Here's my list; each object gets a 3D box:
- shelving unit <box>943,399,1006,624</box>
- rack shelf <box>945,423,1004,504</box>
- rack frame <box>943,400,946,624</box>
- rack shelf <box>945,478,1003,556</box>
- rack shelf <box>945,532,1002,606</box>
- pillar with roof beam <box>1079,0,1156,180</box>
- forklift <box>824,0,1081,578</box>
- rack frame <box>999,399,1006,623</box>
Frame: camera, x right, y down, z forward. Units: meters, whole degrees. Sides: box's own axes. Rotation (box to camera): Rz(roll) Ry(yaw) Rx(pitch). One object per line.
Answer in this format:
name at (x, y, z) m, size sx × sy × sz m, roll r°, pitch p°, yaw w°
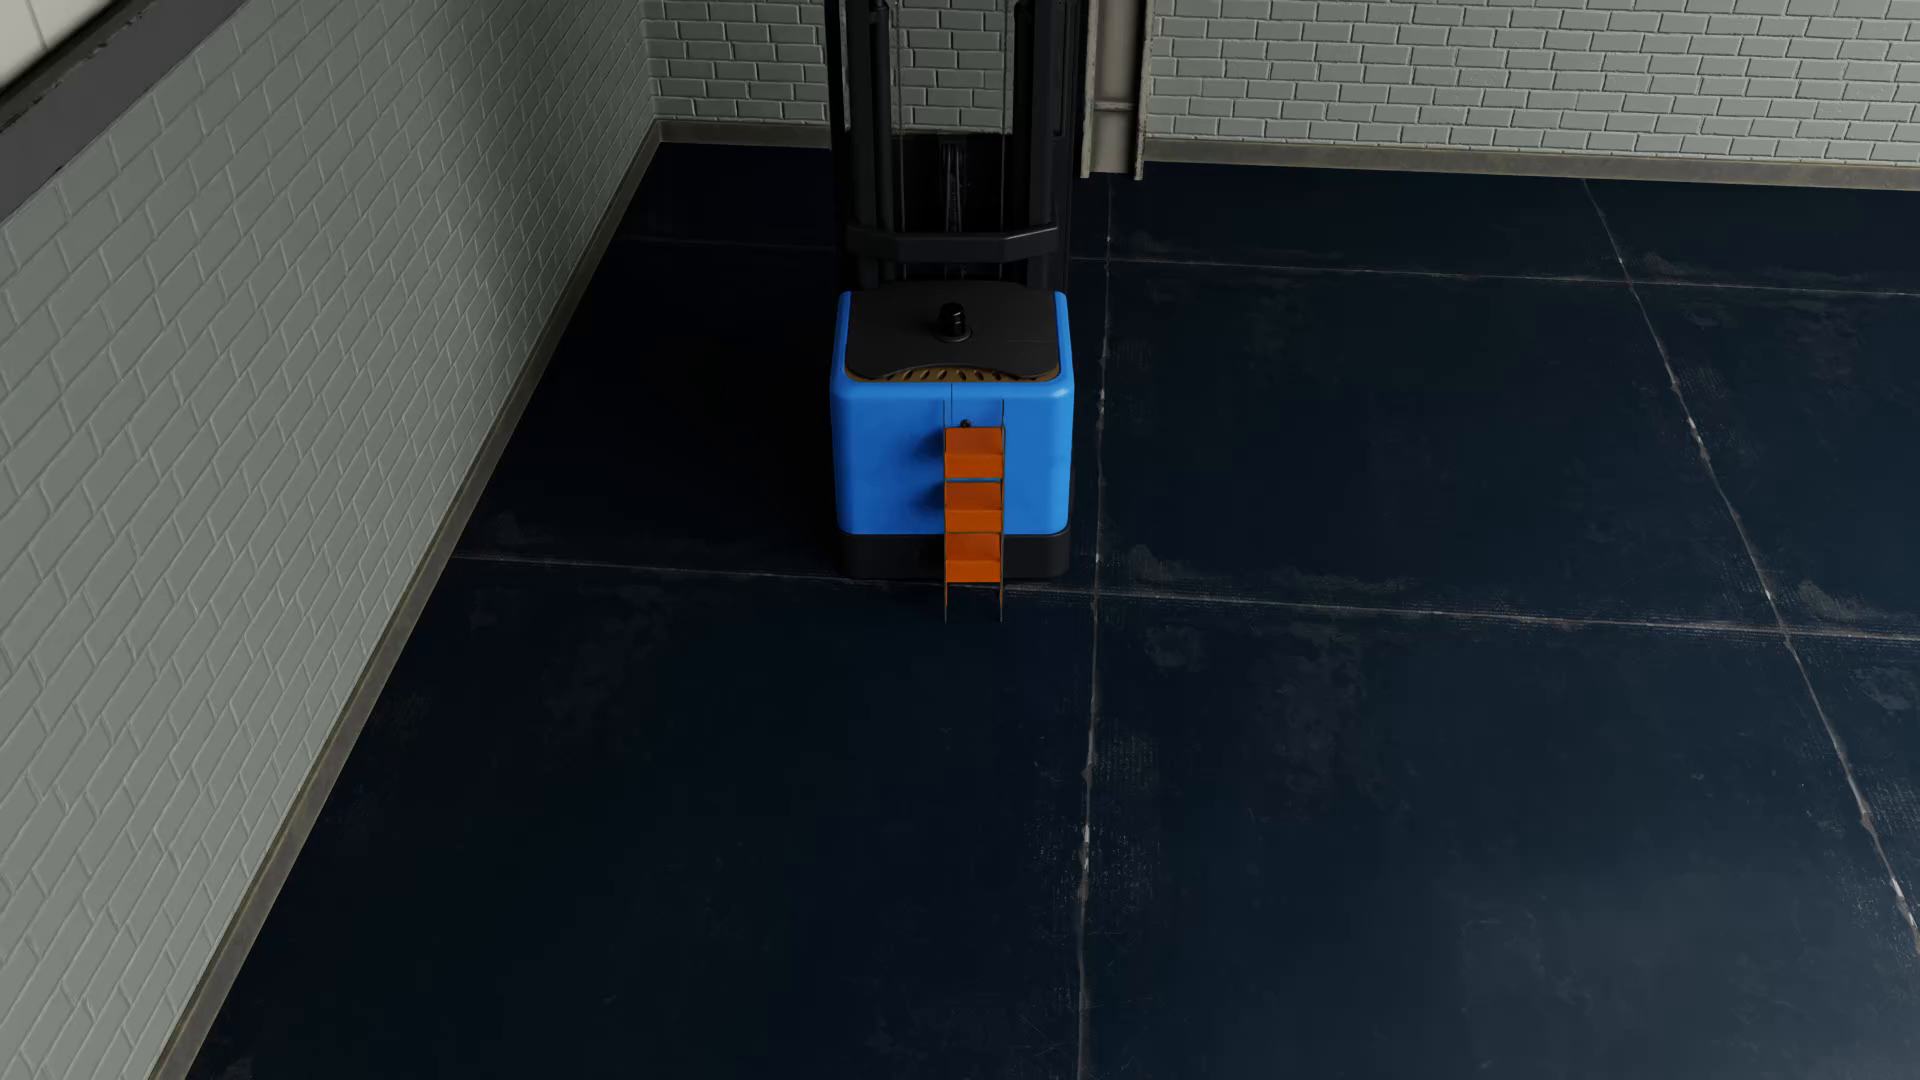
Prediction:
shelving unit at (0.057, -0.104, 7.047) m, size 0.252 × 1.050 × 0.215 m, roll -1°, pitch 39°, yaw -1°
rack shelf at (0.057, -0.316, 6.874) m, size 0.240 × 0.259 × 0.215 m, roll -1°, pitch 39°, yaw -1°
rack frame at (-0.065, -0.103, 7.045) m, size 0.008 × 1.050 × 0.200 m, roll -1°, pitch 39°, yaw -1°
rack shelf at (0.057, -0.096, 7.053) m, size 0.240 × 0.259 × 0.215 m, roll -1°, pitch 39°, yaw -1°
rack shelf at (0.057, 0.119, 7.229) m, size 0.240 × 0.259 × 0.215 m, roll -1°, pitch 39°, yaw -1°
pillar with roof beam at (0.601, -3.174, 4.522) m, size 0.400 × 9.000 × 9.100 m, roll 3°, pitch 39°, yaw 4°
forklift at (-0.033, -1.866, 7.721) m, size 1.130 × 2.935 × 3.031 m, roll 0°, pitch 39°, yaw 0°
rack frame at (0.179, -0.106, 7.048) m, size 0.008 × 1.050 × 0.200 m, roll -1°, pitch 39°, yaw -1°
